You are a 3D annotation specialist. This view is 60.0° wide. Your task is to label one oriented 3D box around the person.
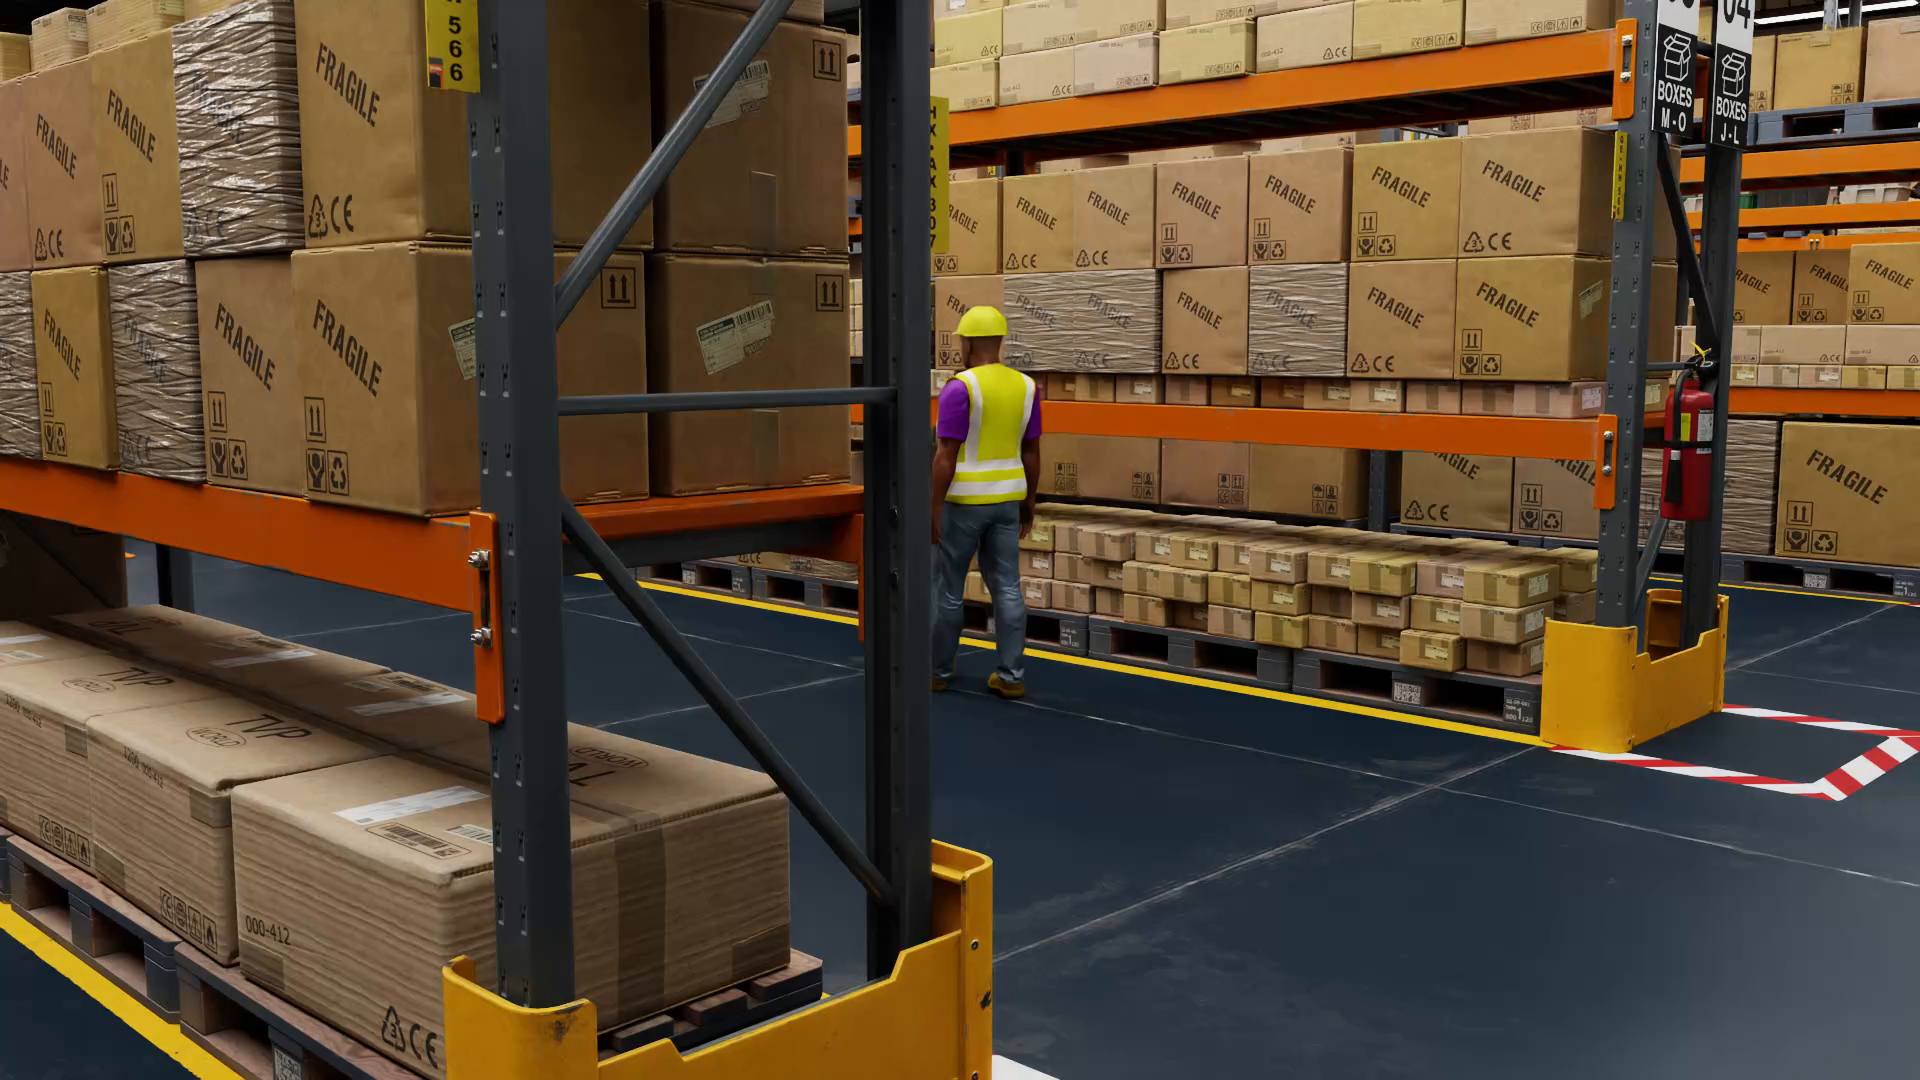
[{"bbox_3d":[0.029,-0.179,7.614,0.598,1.764,0.660,-5,9,-37],"label":"person"}]
